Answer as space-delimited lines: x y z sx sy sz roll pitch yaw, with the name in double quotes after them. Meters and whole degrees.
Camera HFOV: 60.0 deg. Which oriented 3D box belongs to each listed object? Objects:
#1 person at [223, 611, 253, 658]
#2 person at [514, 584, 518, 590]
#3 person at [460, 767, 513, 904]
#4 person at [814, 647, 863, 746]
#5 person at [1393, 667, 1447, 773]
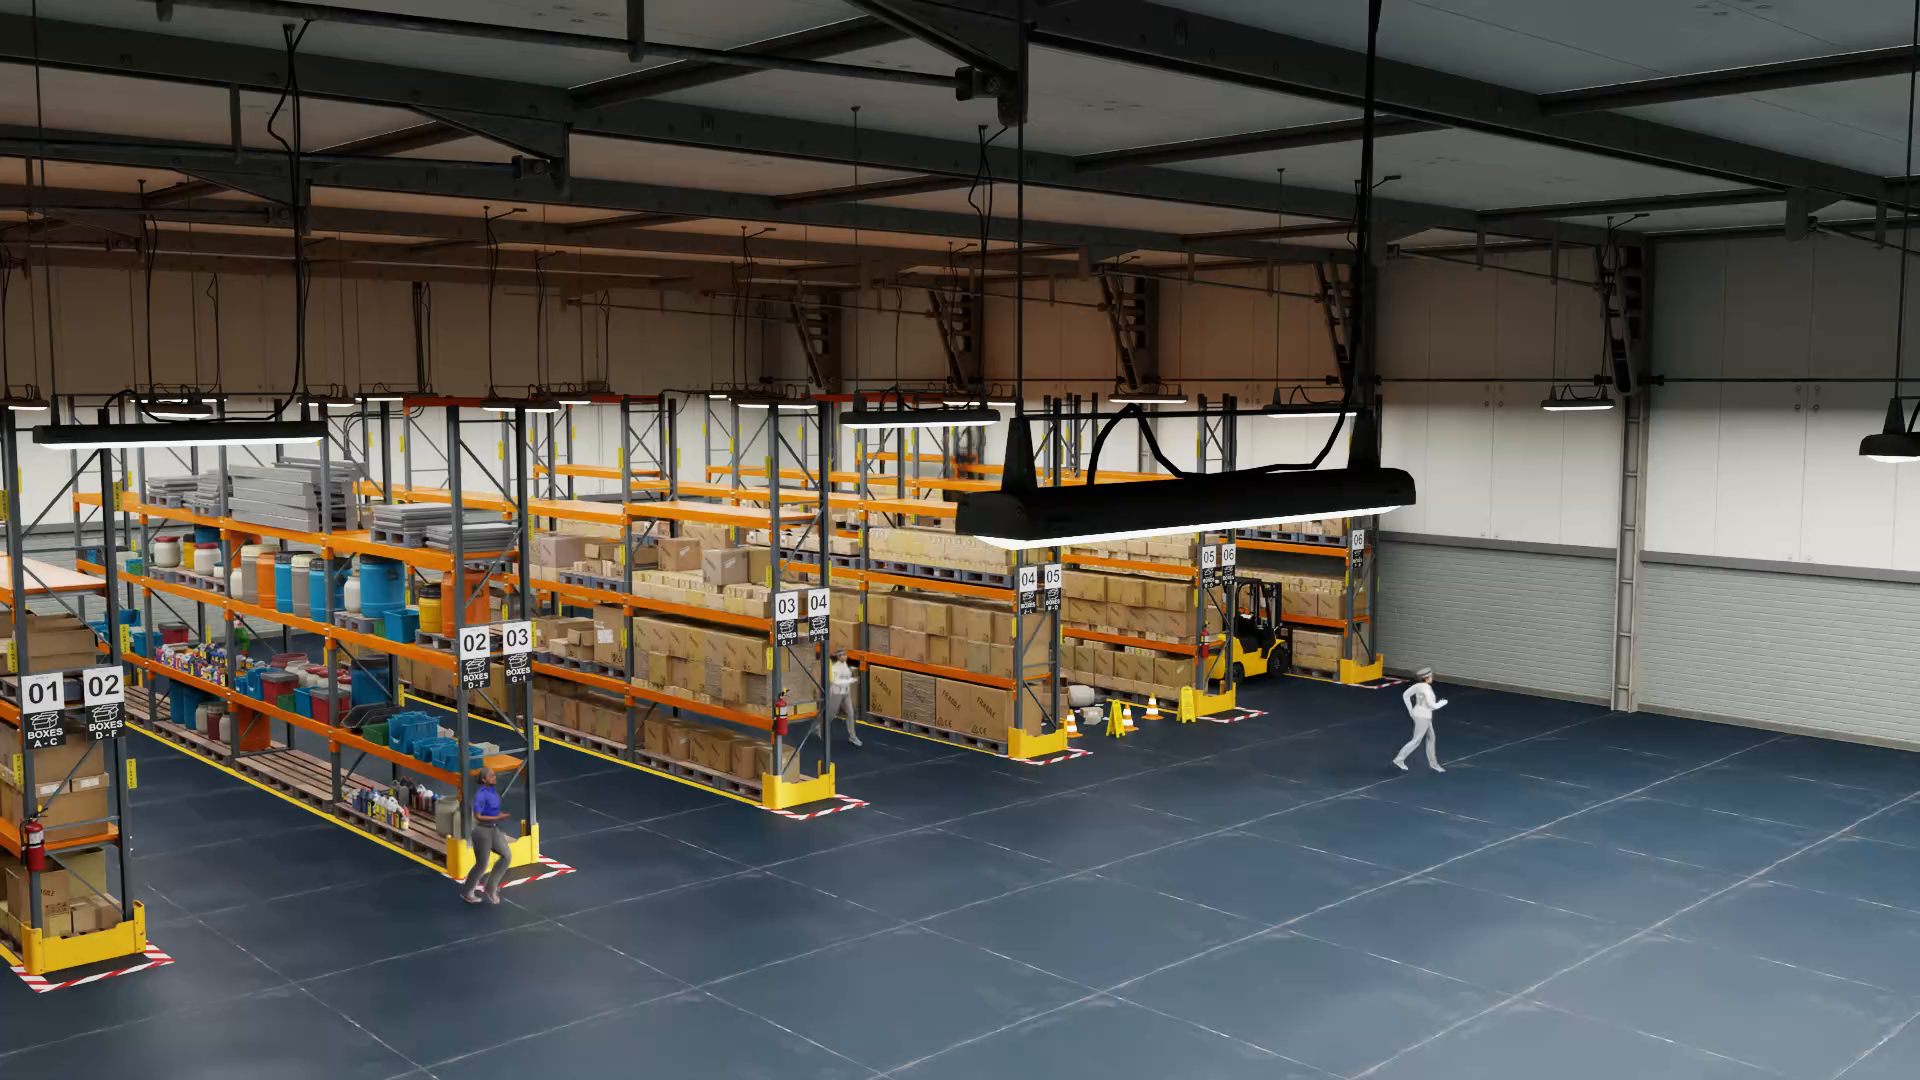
-15.840 1.927 36.299 0.832 1.833 0.646 -3 6 -28 "person"
-10.108 1.894 37.643 0.688 1.702 0.800 -4 7 -37 "person"
-5.720 3.581 20.086 0.646 1.692 0.604 1 6 5 "person"
-2.102 2.684 28.796 0.919 1.697 0.597 3 6 28 "person"
7.384 2.894 26.668 0.883 1.720 0.589 0 6 -1 "person"
